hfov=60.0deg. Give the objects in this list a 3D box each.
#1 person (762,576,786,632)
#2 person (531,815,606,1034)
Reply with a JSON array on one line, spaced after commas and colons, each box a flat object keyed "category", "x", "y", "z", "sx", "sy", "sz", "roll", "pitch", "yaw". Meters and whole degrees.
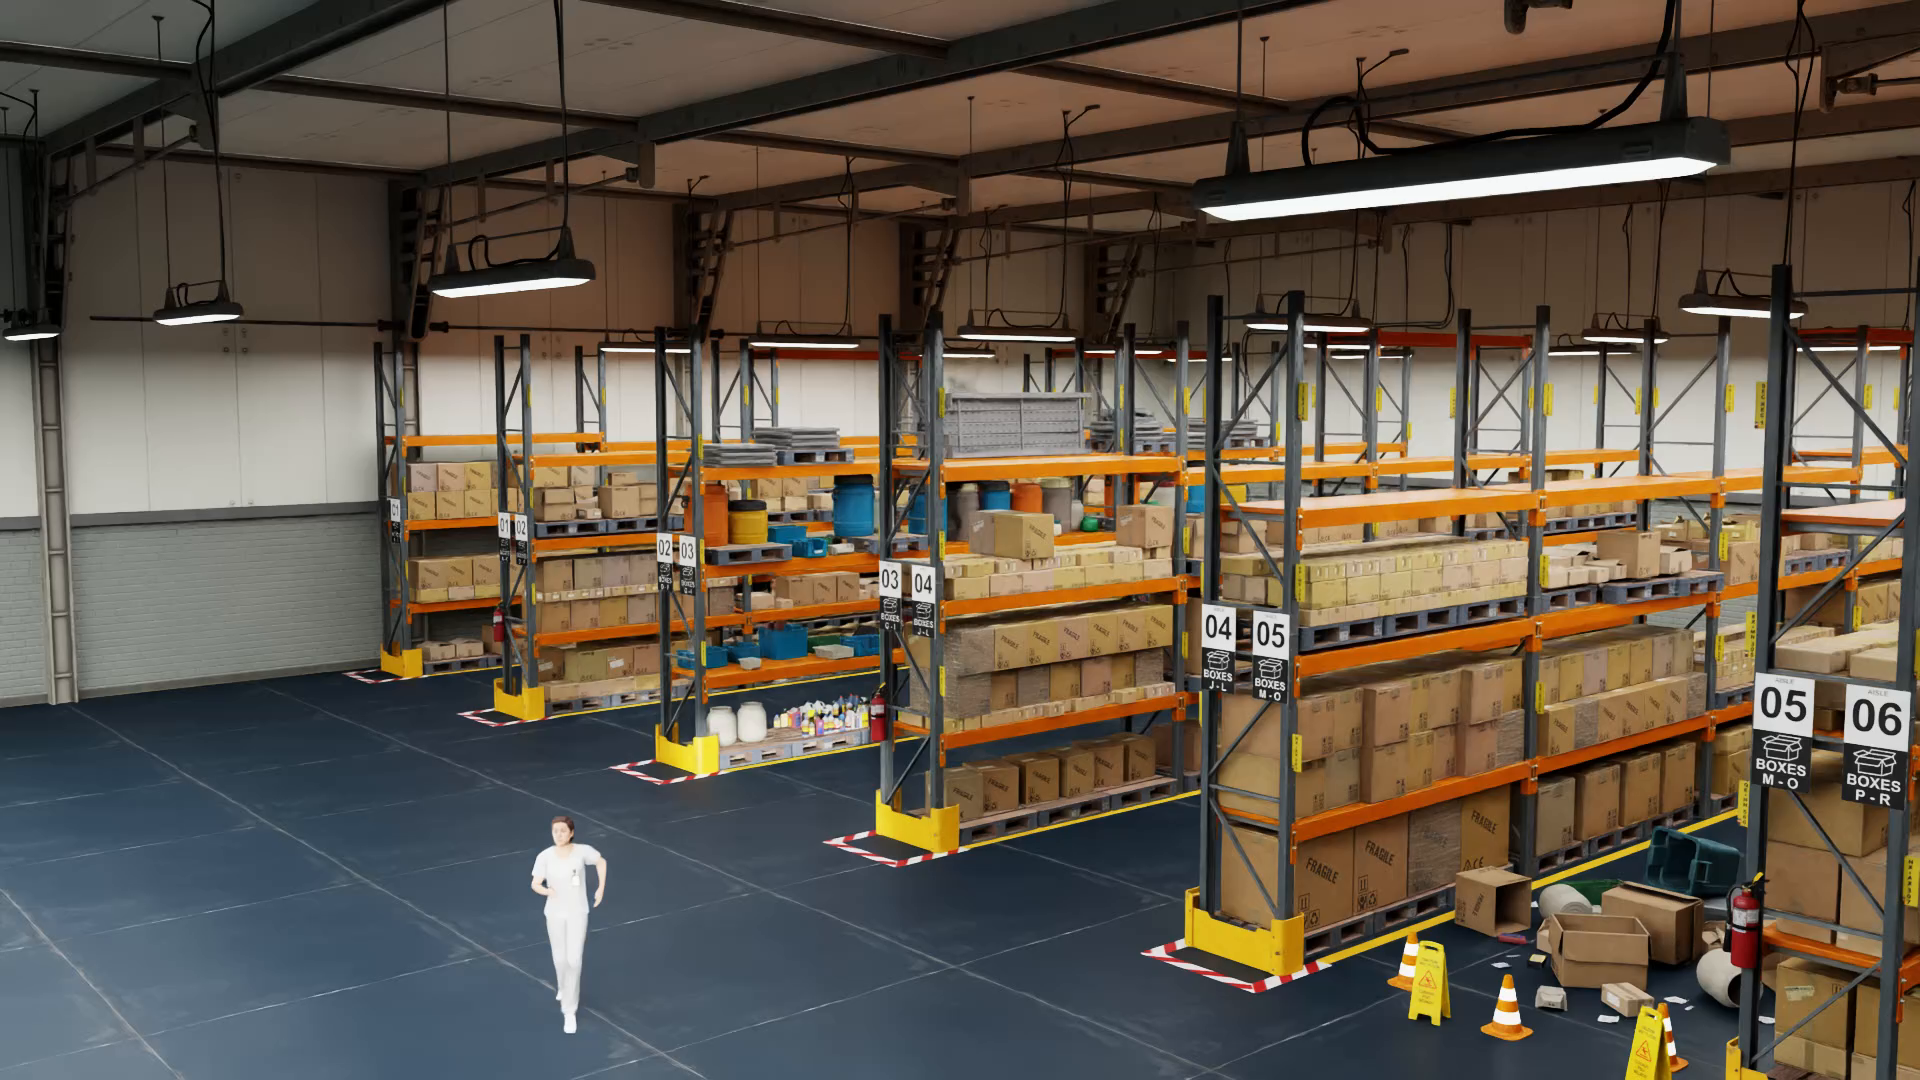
[{"category": "person", "x": -3.484, "y": 1.480, "z": 31.386, "sx": 0.551, "sy": 1.626, "sz": 0.688, "roll": 5, "pitch": 7, "yaw": 42}, {"category": "person", "x": -3.223, "y": 3.106, "z": 13.679, "sx": 0.570, "sy": 1.698, "sz": 0.825, "roll": 0, "pitch": 5, "yaw": -4}]
